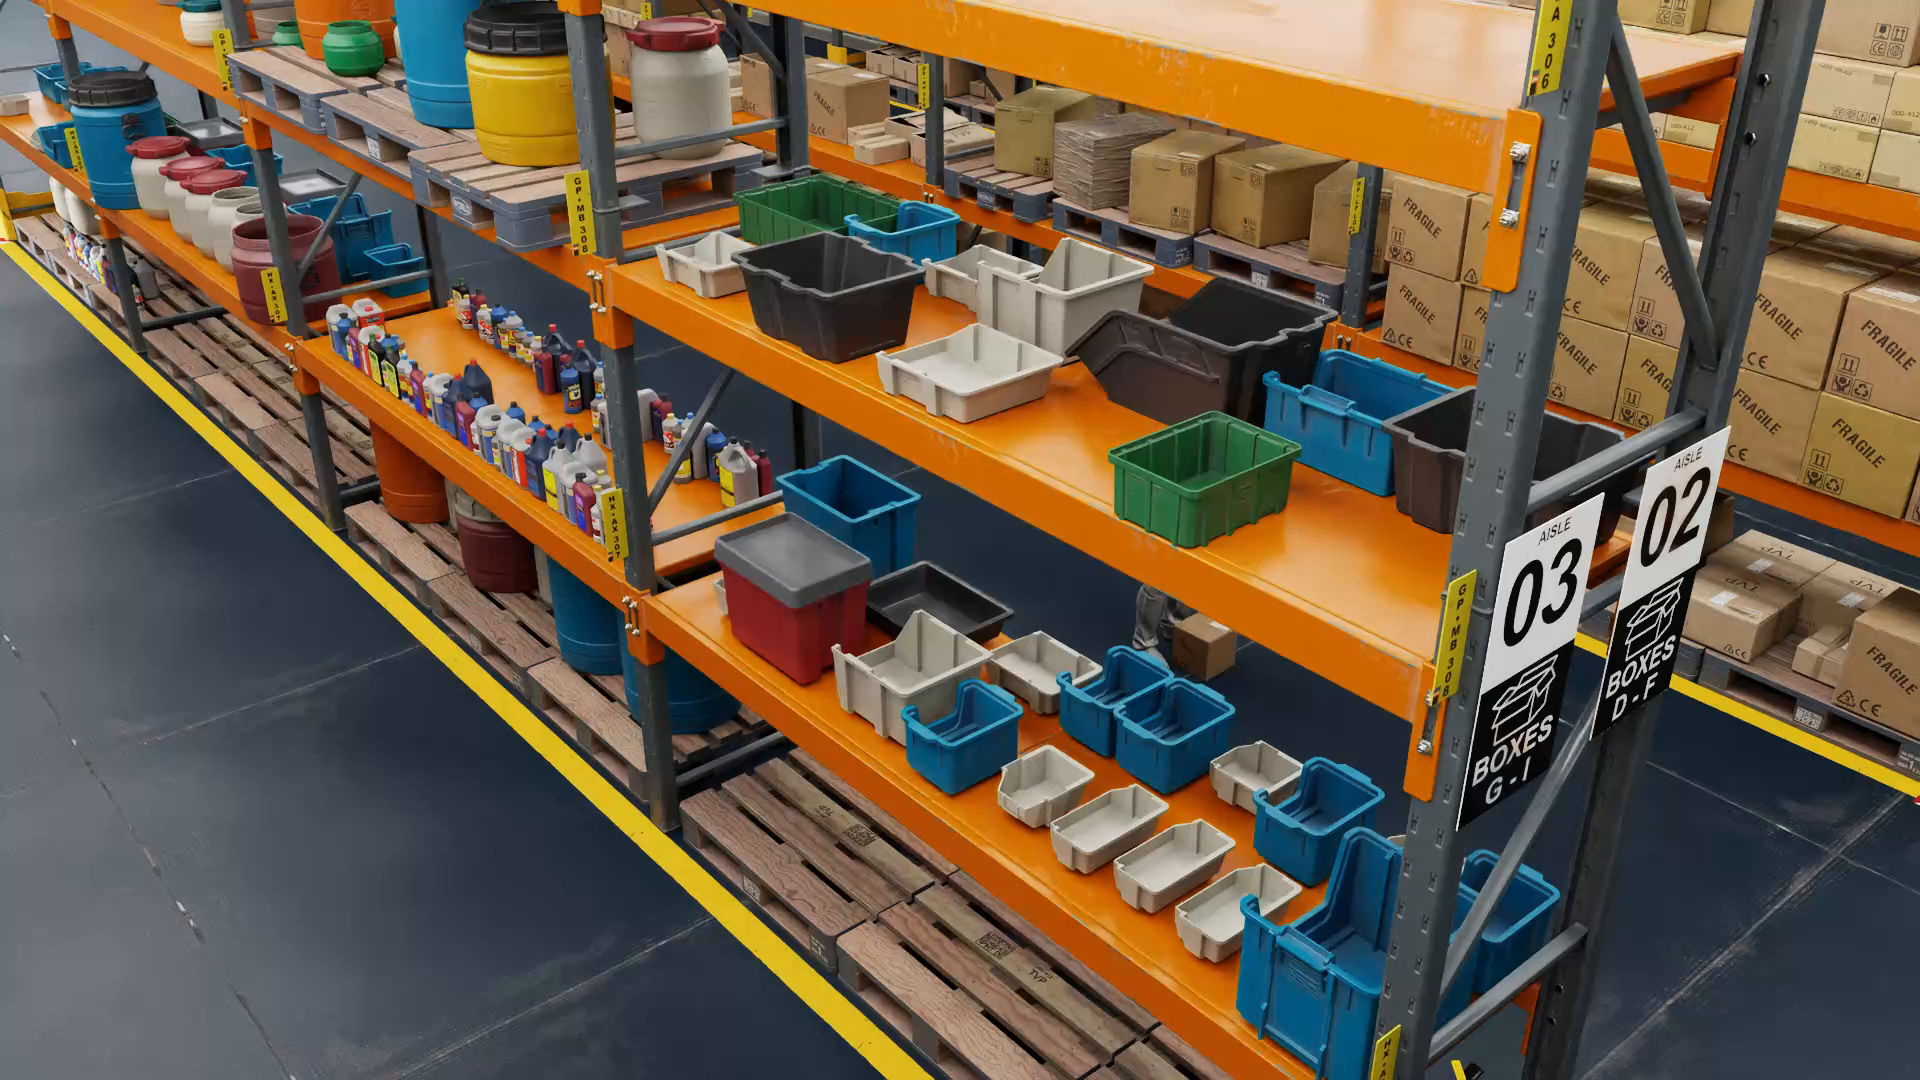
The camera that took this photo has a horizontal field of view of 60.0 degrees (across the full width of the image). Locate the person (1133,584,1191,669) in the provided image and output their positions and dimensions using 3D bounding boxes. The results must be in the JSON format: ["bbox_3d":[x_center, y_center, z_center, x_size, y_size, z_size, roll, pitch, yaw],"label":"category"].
[{"bbox_3d":[1.185,-0.163,8.911,0.626,1.757,0.458,-22,35,-35],"label":"person"}]
